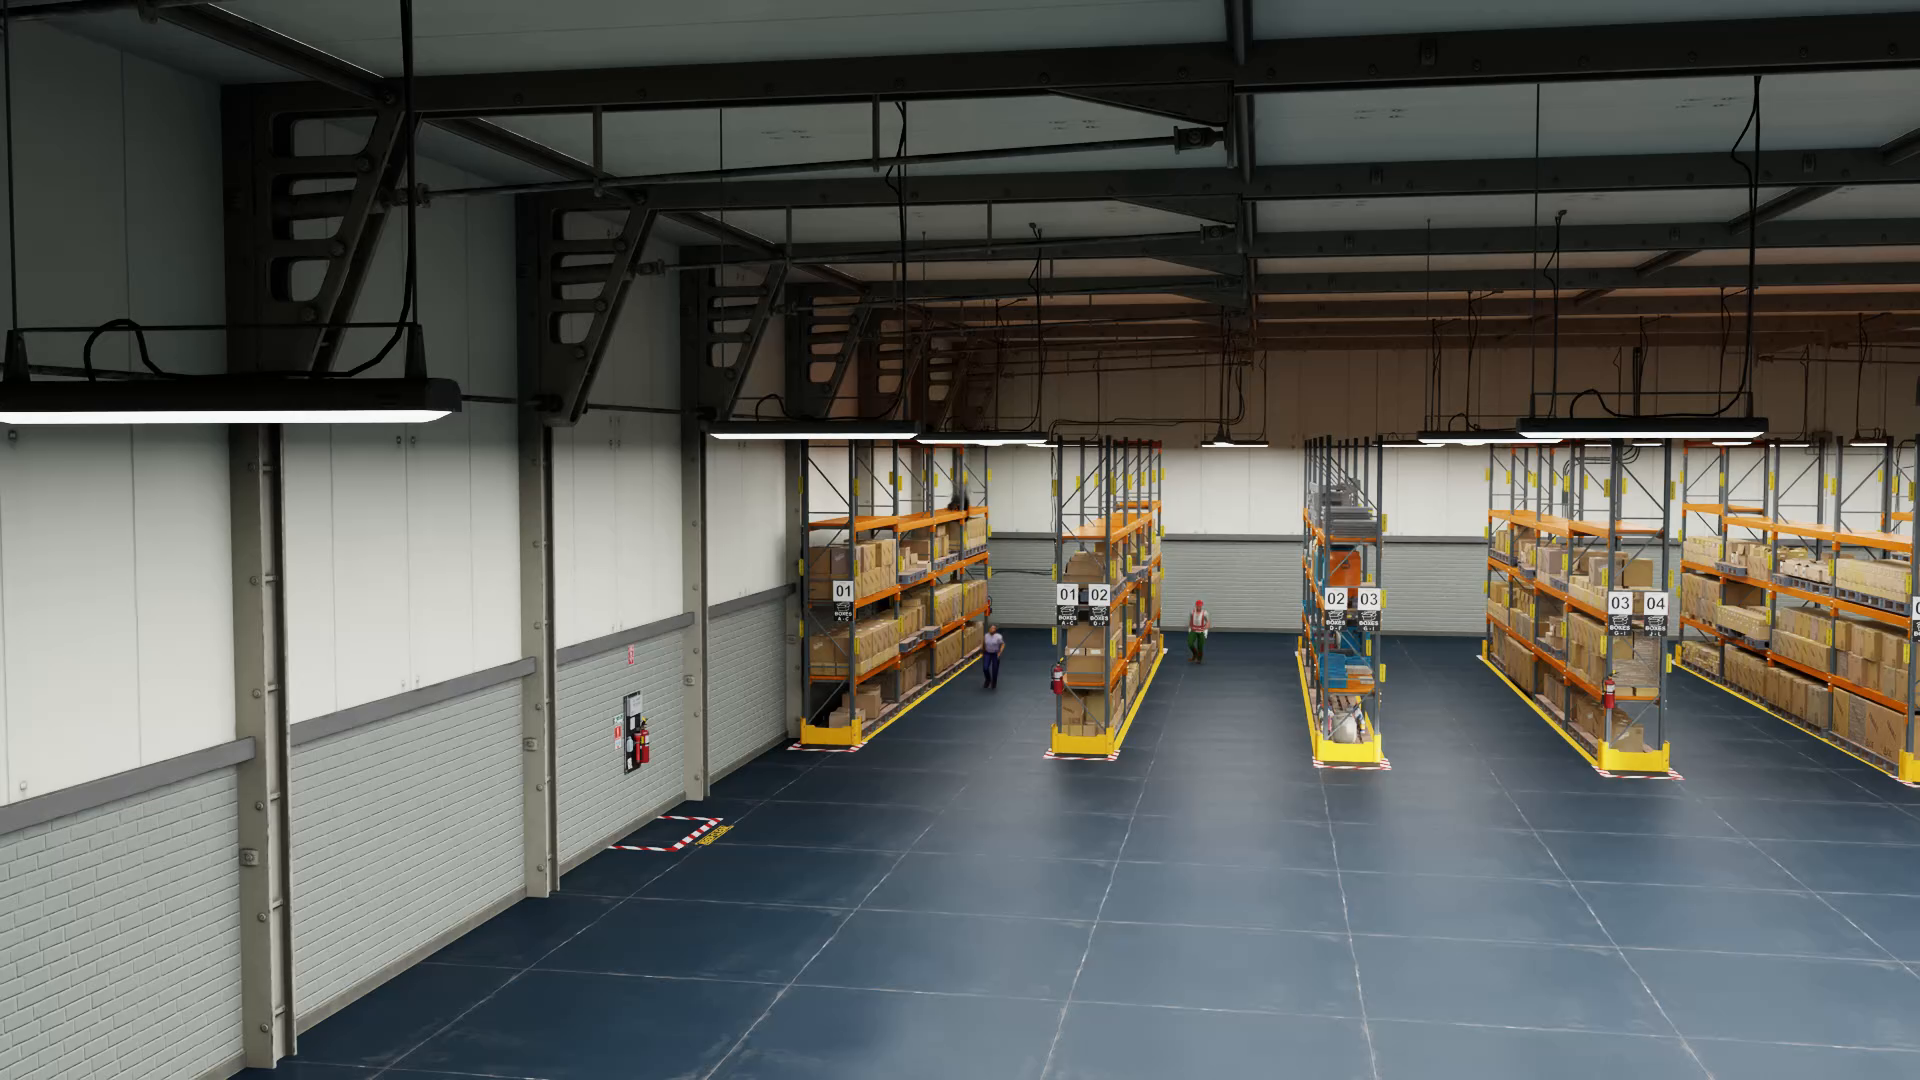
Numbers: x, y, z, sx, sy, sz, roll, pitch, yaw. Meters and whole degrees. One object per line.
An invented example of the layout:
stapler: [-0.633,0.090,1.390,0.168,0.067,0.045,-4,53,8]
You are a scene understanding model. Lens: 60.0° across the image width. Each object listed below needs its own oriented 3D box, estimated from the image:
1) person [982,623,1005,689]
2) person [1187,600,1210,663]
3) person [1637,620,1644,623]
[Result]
person: [0.783,2.772,39.617,0.587,1.590,0.777,0,3,8]
person: [6.357,2.449,44.343,0.678,1.727,0.678,1,3,23]
person: [18.323,2.434,45.092,0.949,1.710,0.685,-2,4,-31]
